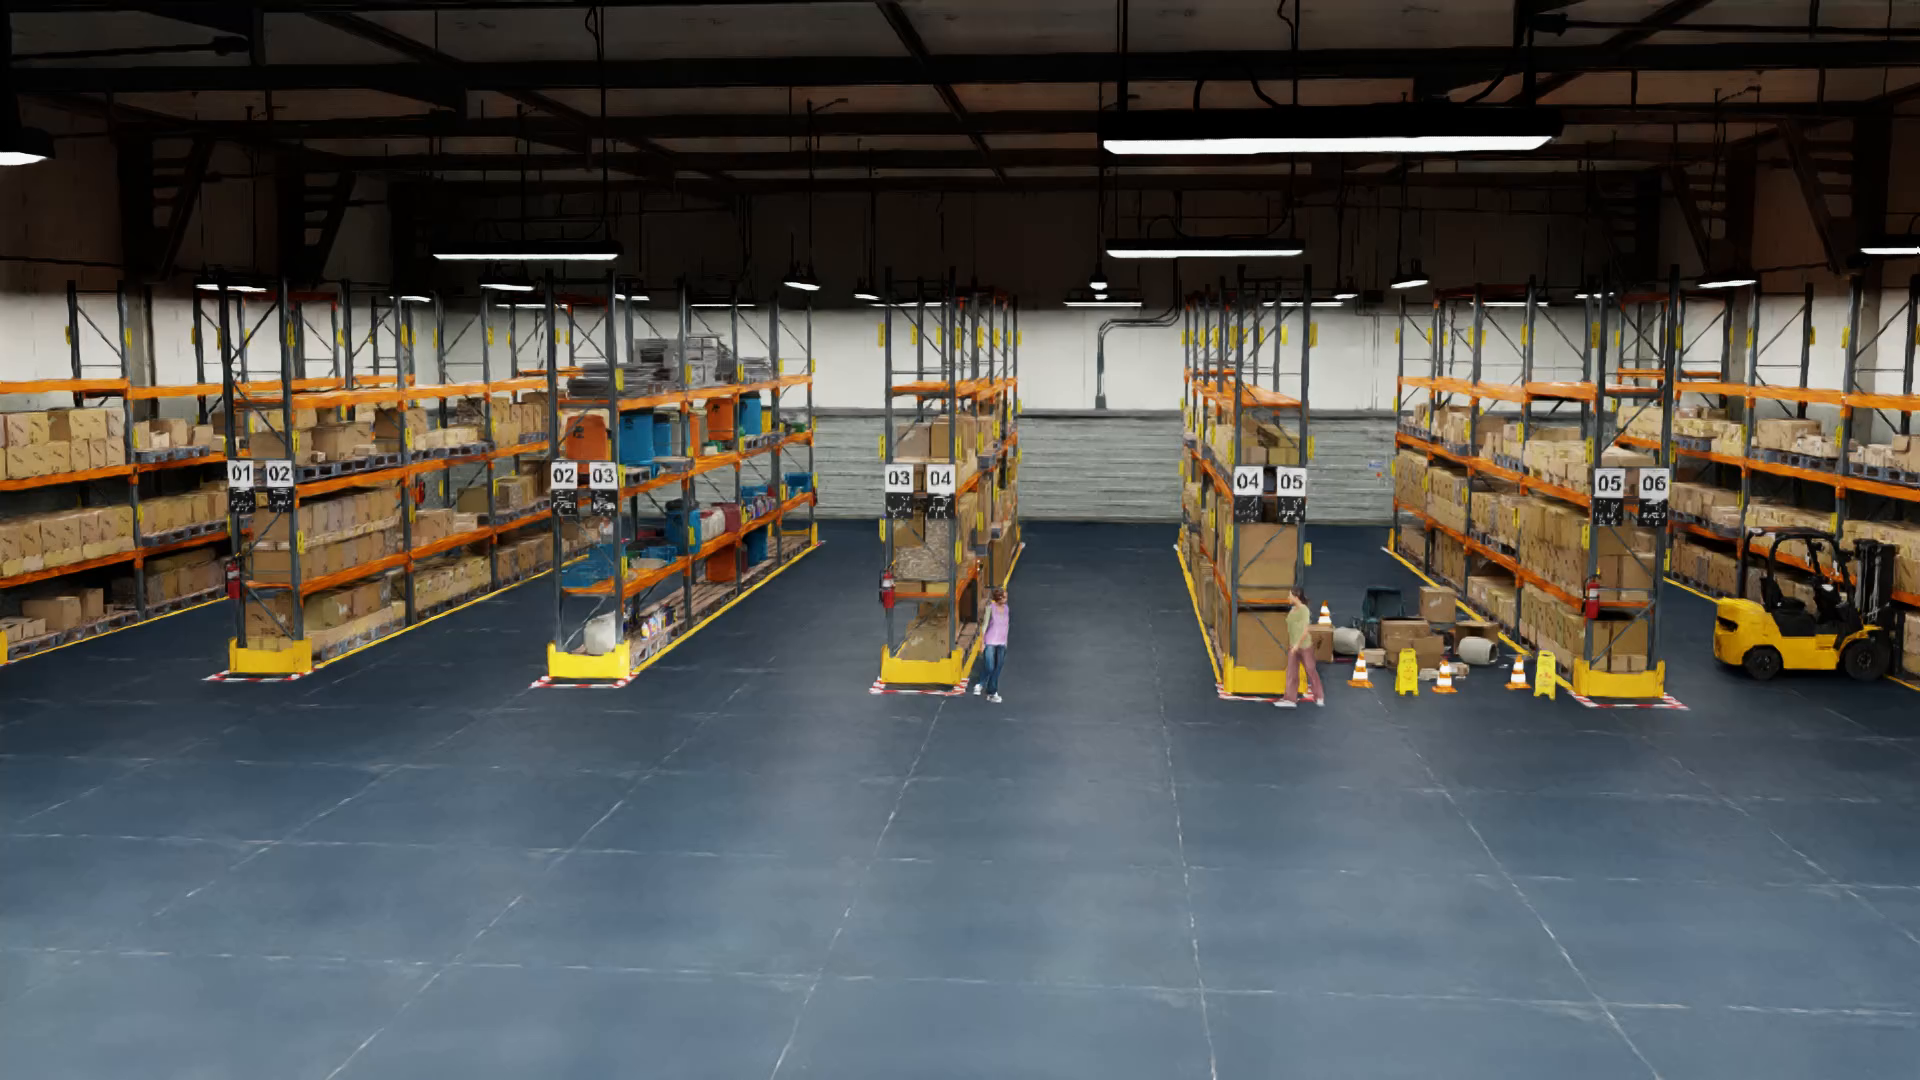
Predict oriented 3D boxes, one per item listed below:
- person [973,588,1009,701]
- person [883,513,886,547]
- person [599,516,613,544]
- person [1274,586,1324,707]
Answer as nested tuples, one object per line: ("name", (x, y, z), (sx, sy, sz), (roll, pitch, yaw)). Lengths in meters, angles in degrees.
("person", (0.443, 1.451, 23.001), (0.478, 1.552, 0.476), (-5, 8, -33))
("person", (-1.429, -0.062, 35.162), (0.447, 1.574, 1.088), (1, 7, 7))
("person", (-7.091, 0.160, 33.620), (0.416, 1.525, 1.034), (0, 7, 4))
("person", (4.647, 1.446, 22.575), (0.701, 1.664, 0.482), (-3, 8, -23))
